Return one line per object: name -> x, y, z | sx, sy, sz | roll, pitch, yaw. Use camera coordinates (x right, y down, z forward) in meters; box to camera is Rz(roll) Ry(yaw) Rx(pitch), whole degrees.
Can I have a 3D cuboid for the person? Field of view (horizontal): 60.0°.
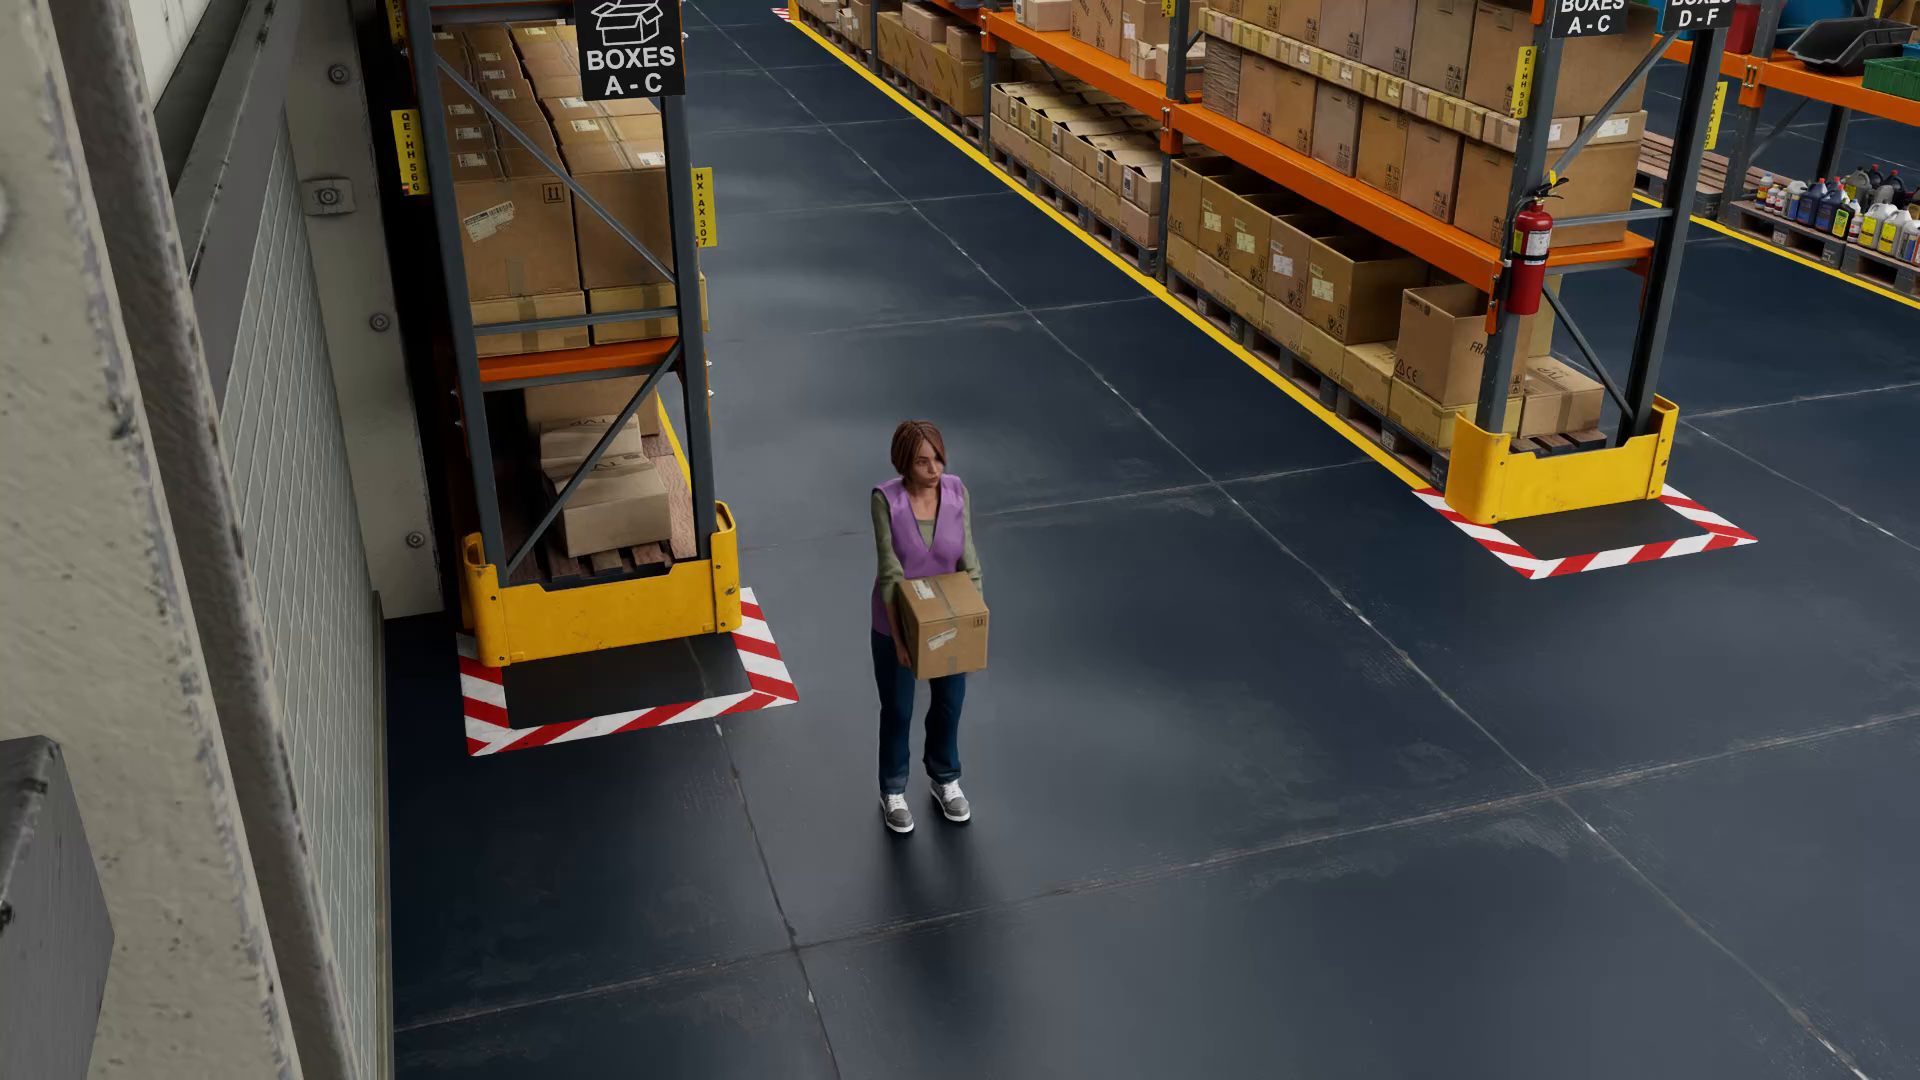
person -> -0.114, 0.345, 5.946 | 0.375, 1.600, 0.502 | -9, 28, -17
